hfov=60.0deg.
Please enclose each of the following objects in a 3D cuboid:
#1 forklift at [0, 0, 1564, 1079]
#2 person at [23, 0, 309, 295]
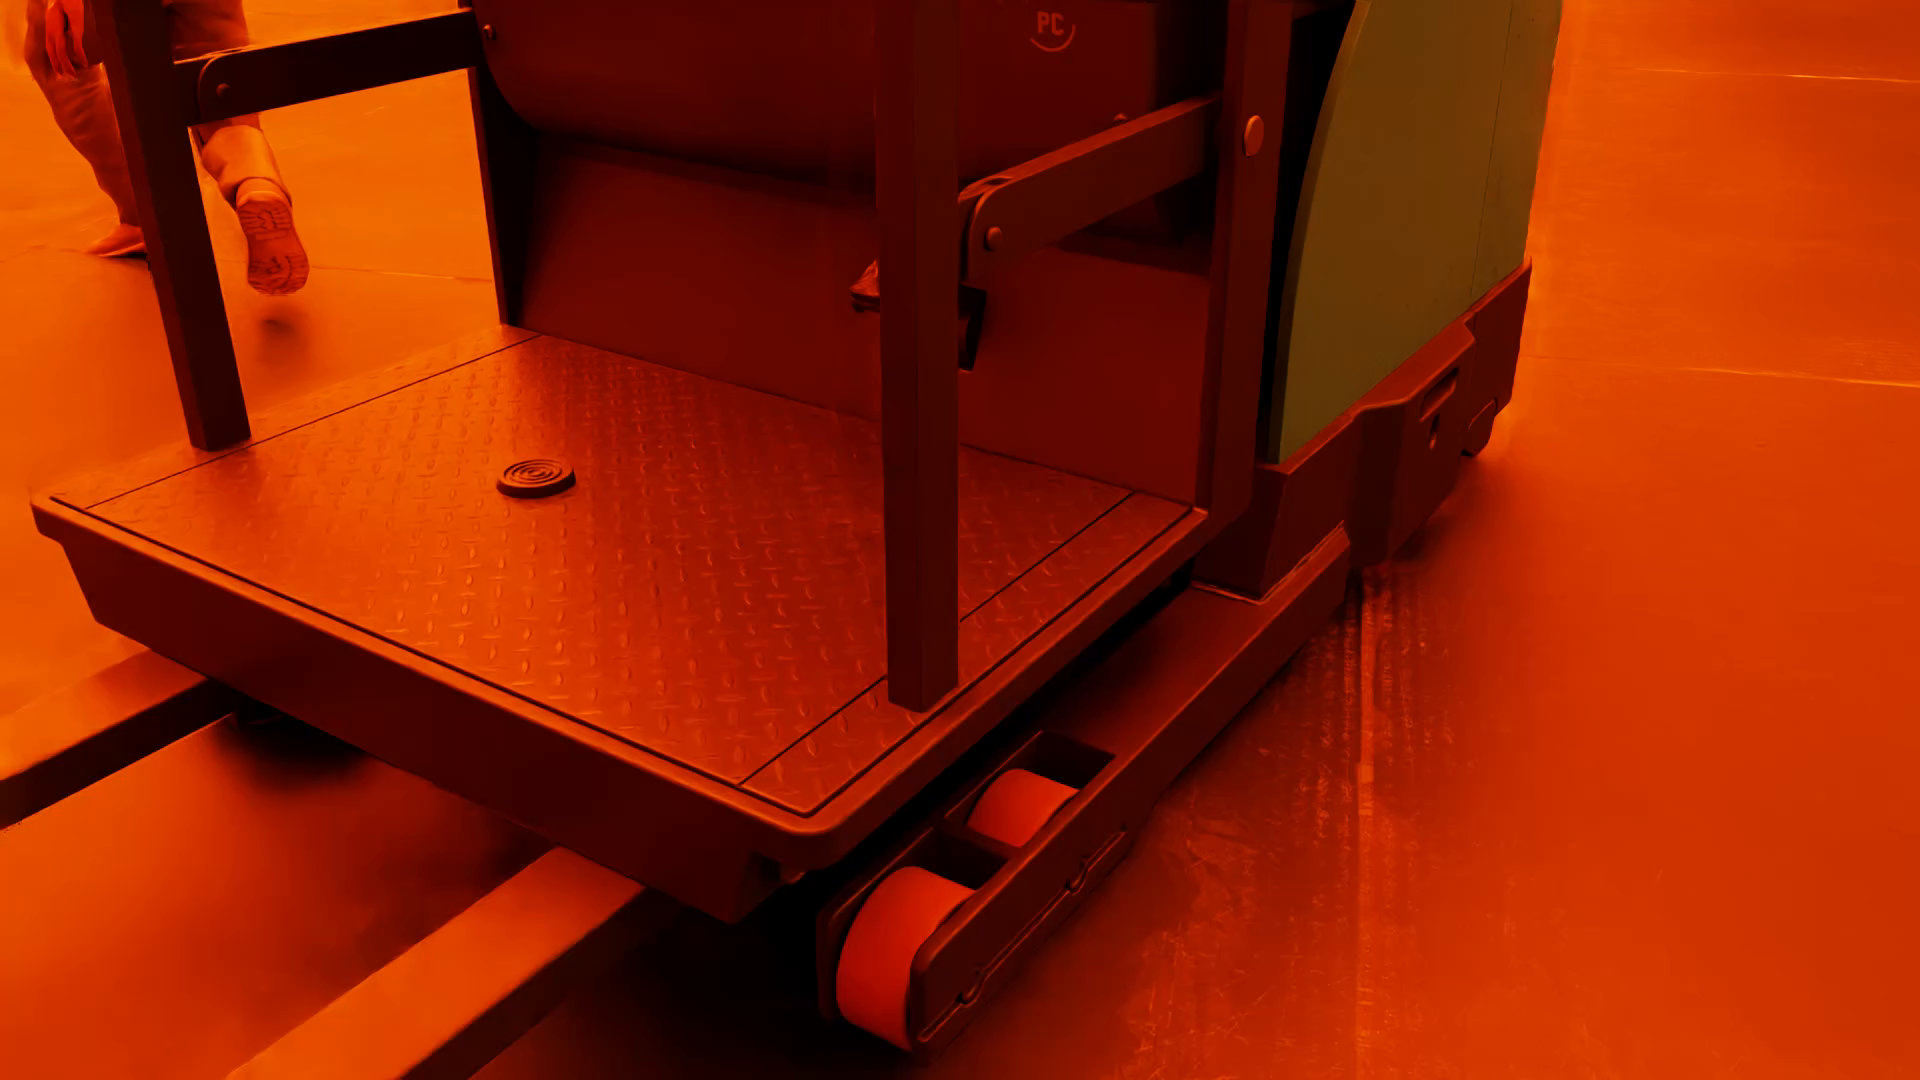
[{"bbox_3d":[-0.297,-1.076,1.379,1.130,2.935,3.031,17,31,30],"label":"forklift"},{"bbox_3d":[-1.716,-1.158,3.308,0.895,1.429,0.625,15,30,27],"label":"person"}]
